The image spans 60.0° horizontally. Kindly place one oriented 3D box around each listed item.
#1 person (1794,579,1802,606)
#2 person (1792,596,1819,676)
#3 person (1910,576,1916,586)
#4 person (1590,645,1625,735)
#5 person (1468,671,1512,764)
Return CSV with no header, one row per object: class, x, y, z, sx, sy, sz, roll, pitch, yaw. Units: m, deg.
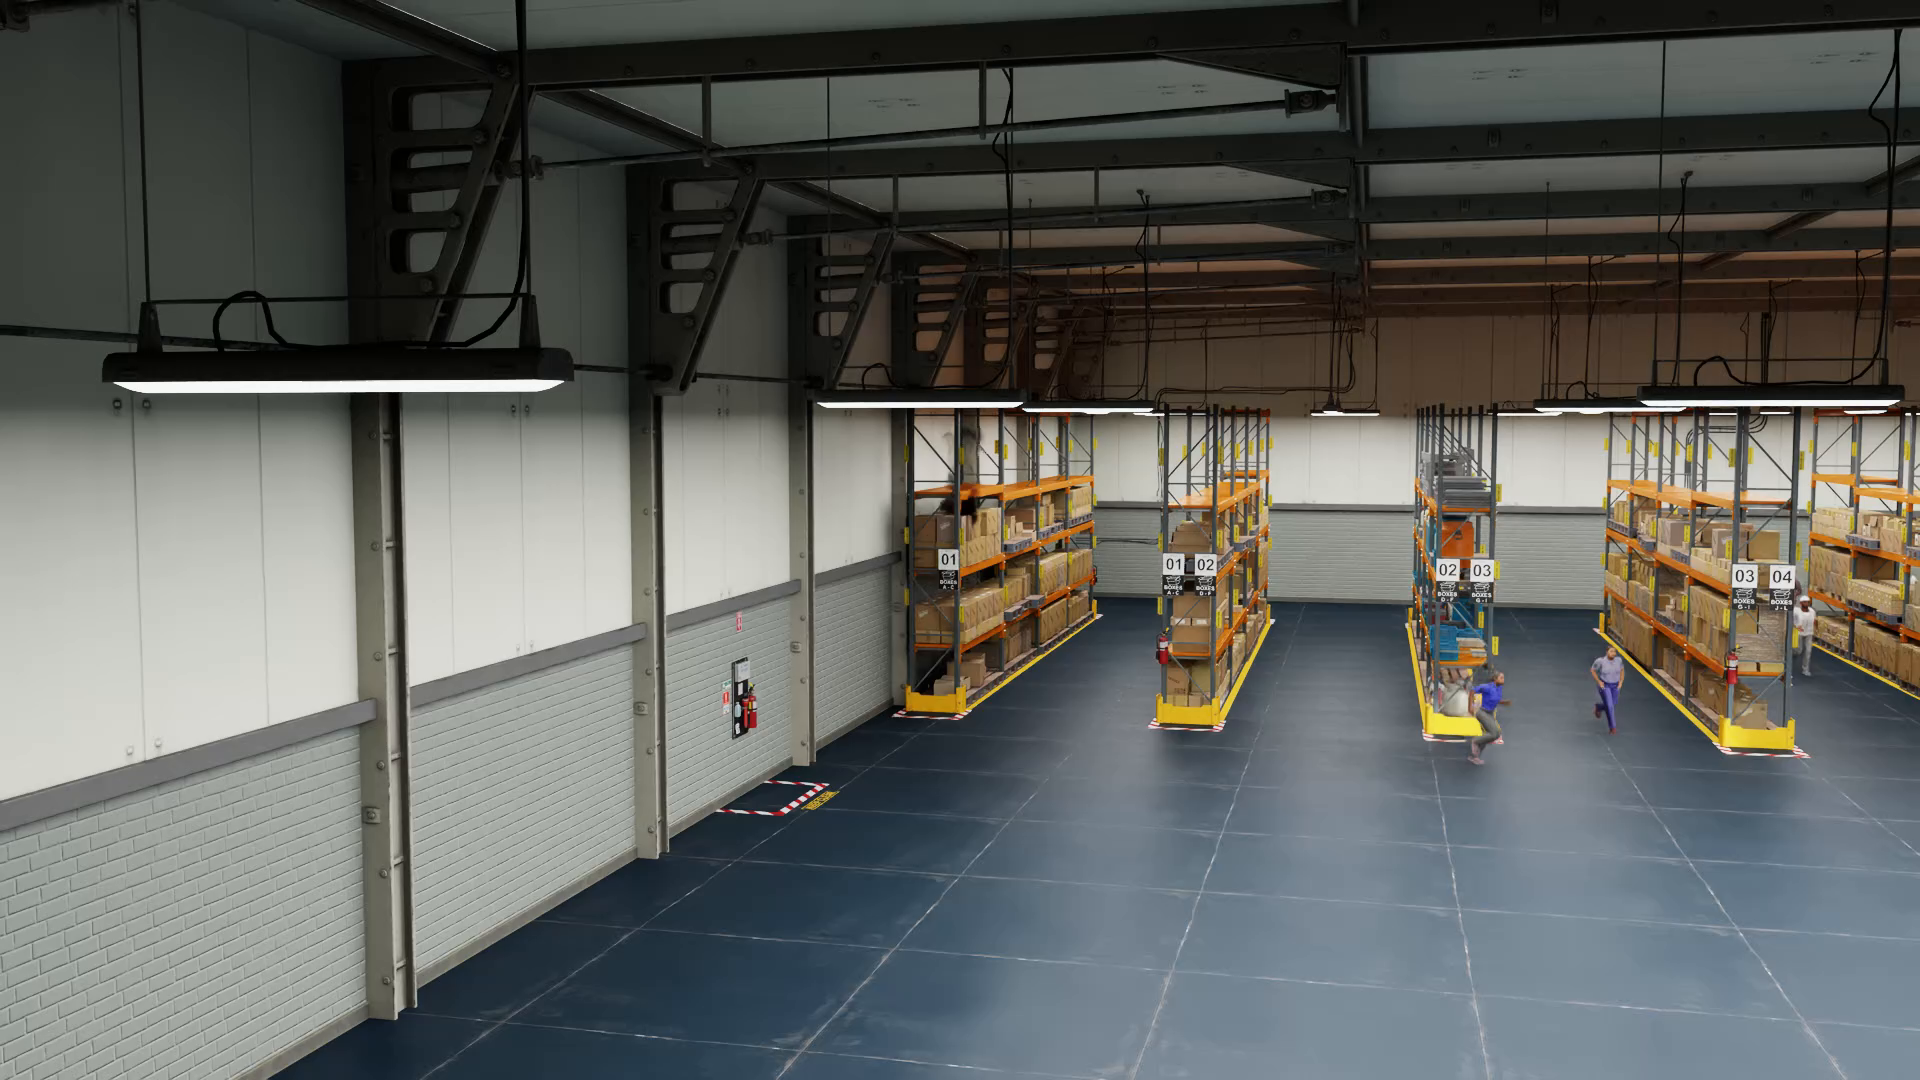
person,22.198,1.644,44.466,0.672,1.736,0.721,-2,4,-22
person,18.920,2.130,37.337,0.726,1.767,0.824,0,4,2
person,23.997,1.794,42.024,0.667,1.790,0.813,2,4,20
person,11.871,2.723,30.539,0.608,1.646,0.910,0,4,-6
person,8.762,2.936,27.496,0.716,1.578,0.562,4,6,43
